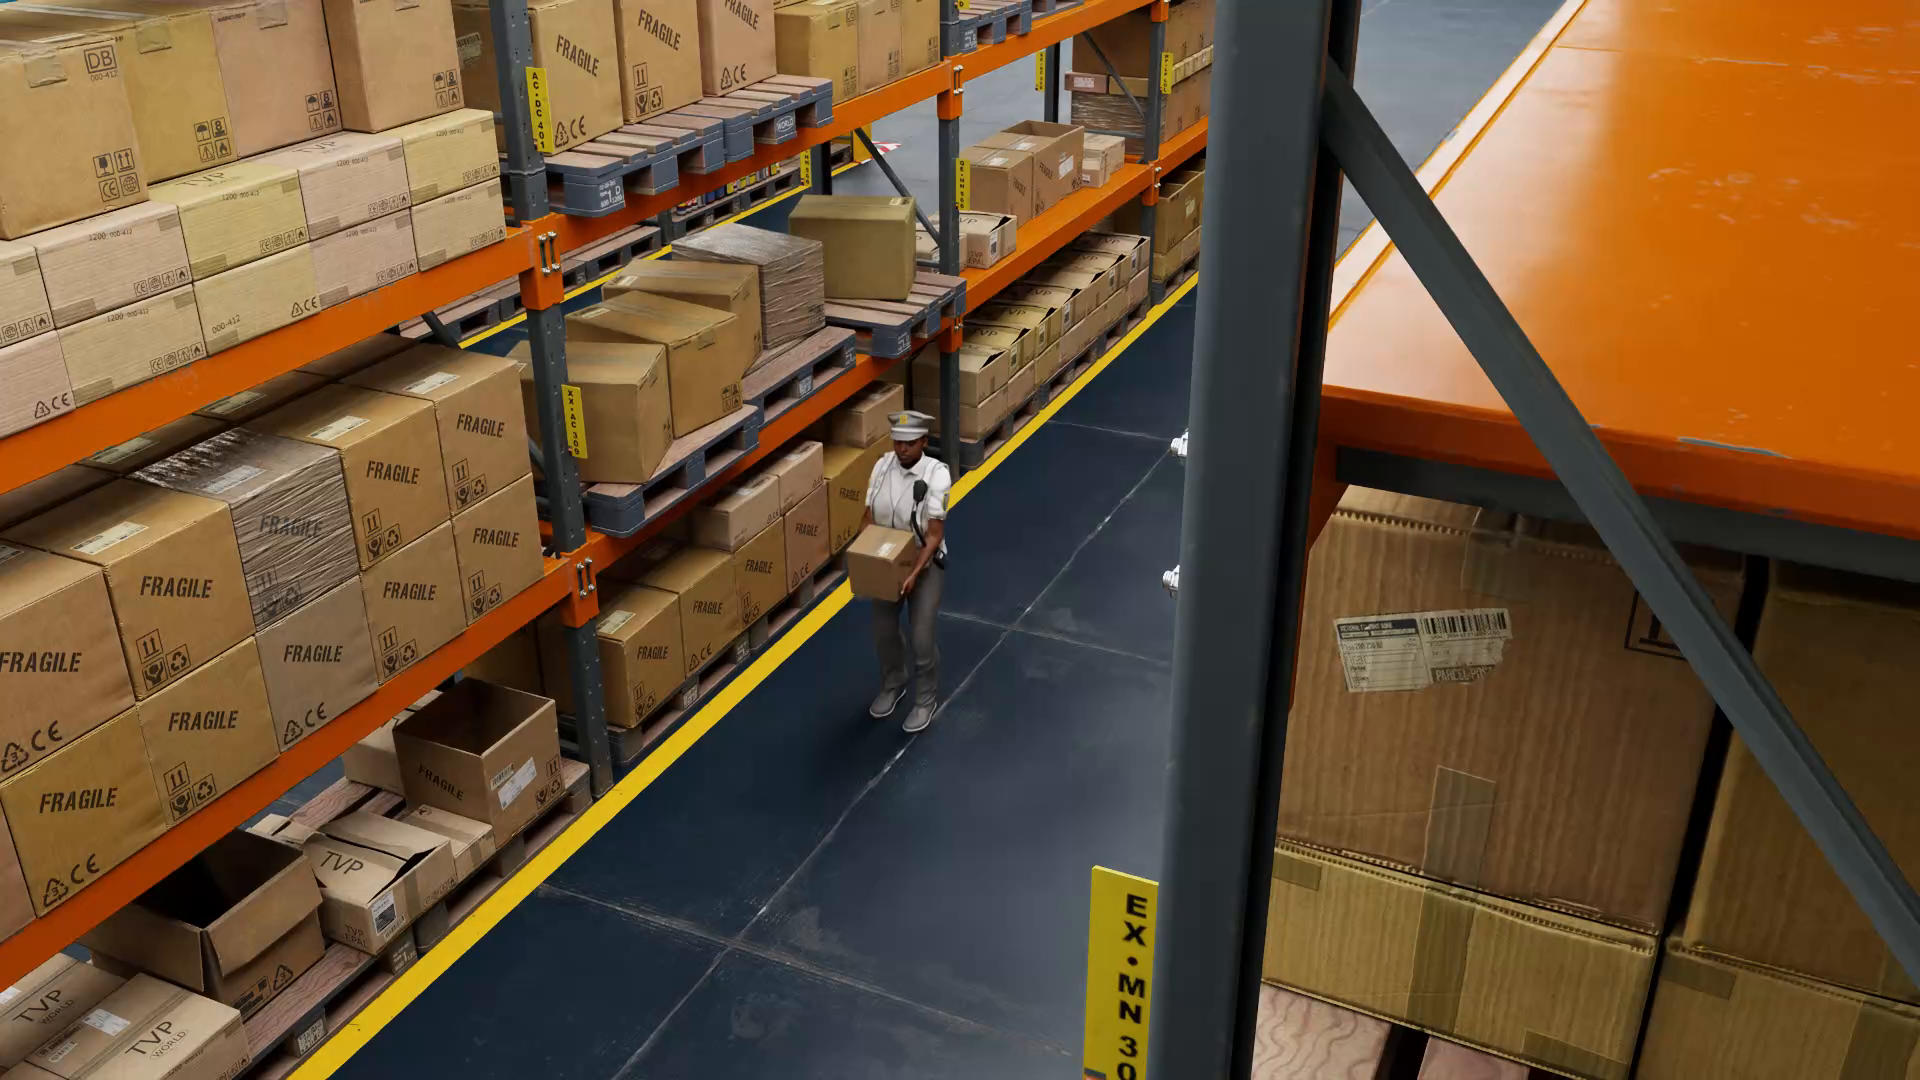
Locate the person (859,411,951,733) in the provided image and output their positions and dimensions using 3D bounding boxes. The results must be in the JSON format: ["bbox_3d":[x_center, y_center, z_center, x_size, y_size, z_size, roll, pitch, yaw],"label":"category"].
[{"bbox_3d":[-0.294,0.159,8.268,0.441,1.692,0.514,11,28,22],"label":"person"}]
